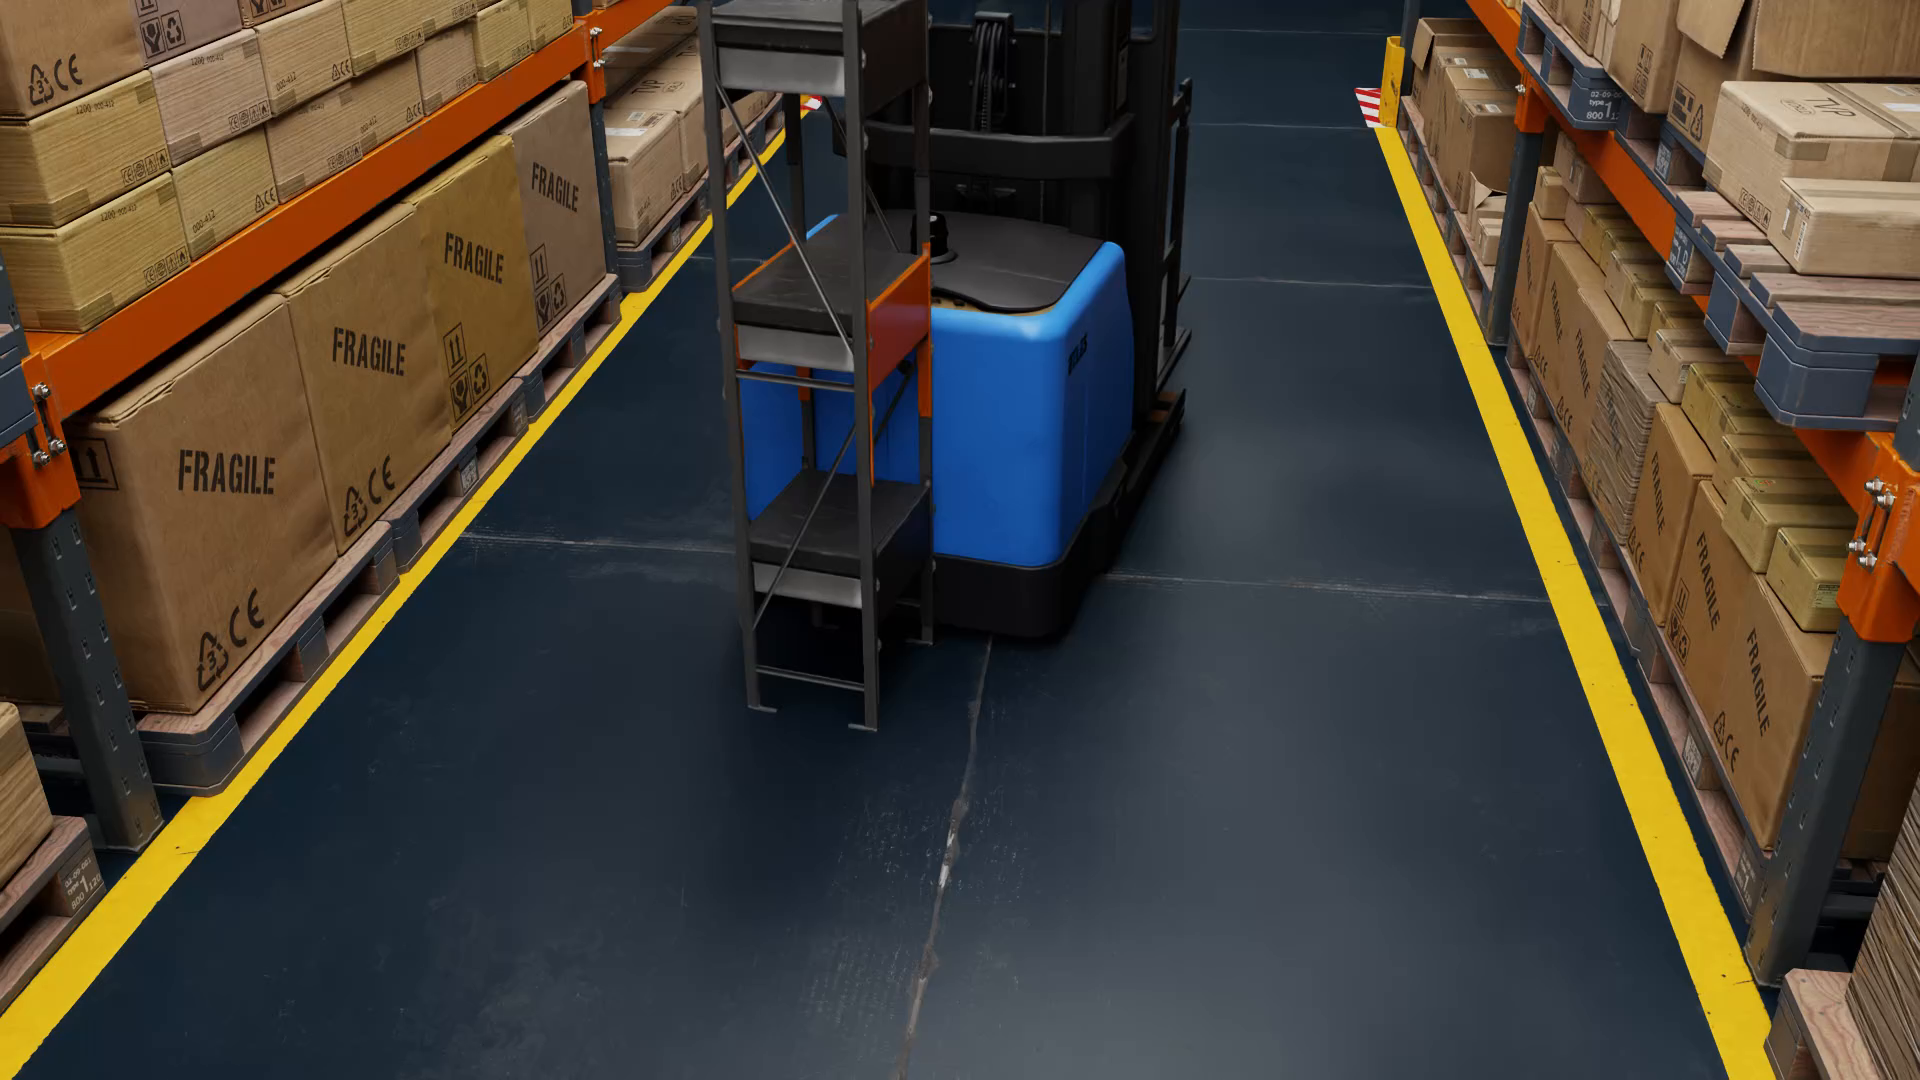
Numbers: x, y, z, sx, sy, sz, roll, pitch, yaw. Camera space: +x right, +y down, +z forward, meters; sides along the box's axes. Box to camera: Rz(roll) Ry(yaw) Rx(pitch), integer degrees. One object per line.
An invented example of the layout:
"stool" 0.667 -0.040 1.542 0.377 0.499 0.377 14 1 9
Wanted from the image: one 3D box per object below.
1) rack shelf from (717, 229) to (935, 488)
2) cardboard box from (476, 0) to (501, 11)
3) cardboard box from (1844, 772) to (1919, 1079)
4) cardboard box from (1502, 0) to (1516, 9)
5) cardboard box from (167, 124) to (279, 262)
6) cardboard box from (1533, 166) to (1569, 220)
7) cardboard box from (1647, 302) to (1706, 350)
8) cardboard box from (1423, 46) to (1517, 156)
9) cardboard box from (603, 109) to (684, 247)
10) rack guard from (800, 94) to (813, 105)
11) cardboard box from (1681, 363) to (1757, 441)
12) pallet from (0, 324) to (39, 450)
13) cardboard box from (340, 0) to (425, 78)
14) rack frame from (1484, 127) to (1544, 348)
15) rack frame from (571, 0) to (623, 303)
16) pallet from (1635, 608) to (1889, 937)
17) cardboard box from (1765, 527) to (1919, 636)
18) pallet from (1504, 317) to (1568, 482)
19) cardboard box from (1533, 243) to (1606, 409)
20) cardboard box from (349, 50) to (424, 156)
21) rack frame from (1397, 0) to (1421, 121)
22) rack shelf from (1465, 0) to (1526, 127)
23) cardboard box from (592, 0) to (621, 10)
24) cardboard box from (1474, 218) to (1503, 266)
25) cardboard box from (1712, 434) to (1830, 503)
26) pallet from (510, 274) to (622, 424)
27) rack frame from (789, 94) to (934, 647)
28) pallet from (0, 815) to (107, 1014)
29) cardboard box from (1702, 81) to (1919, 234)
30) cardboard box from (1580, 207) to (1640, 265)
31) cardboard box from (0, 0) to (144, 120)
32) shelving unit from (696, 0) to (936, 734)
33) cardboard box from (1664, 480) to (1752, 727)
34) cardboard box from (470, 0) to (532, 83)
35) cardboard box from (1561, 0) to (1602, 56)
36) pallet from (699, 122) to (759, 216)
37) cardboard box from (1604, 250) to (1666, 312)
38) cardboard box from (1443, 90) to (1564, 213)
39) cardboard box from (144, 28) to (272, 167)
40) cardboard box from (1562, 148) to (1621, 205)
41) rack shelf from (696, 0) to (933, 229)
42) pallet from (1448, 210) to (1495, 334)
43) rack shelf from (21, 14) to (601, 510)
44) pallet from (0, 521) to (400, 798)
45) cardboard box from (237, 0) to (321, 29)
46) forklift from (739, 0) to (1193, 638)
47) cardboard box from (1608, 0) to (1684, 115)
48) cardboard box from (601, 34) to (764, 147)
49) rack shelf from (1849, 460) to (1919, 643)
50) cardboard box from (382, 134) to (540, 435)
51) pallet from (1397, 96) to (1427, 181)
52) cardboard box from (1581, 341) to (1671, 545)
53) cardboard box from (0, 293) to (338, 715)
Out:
"rack shelf" -0.349 -0.503 4.498 0.431 0.518 0.480 9 30 16
"cardboard box" -1.963 -2.152 6.213 0.500 0.250 0.500 4 29 7
"cardboard box" 2.250 0.868 3.038 0.875 0.625 0.625 4 29 8
"cardboard box" 2.636 -2.470 7.438 0.380 0.149 0.250 4 29 8
"cardboard box" -2.232 -0.965 4.536 0.500 0.250 0.500 3 28 5
"cardboard box" 2.522 -1.385 6.667 0.380 0.149 0.250 5 29 9
"cardboard box" 2.420 -0.638 5.281 0.380 0.149 0.250 3 29 6
"cardboard box" 3.008 -2.453 9.334 0.700 0.500 0.500 4 29 8
"cardboard box" -1.913 -1.801 8.190 0.875 0.438 0.875 3 28 5
"rack guard" -1.604 -3.249 11.254 1.175 0.500 0.348 3 28 6
"cardboard box" 2.335 -0.394 4.827 0.380 0.149 0.250 3 28 5
"pallet" -2.569 -0.146 3.061 1.213 0.211 1.003 3 28 6
"cardboard box" -2.067 -1.666 5.310 0.500 0.250 0.500 4 29 7
"rack frame" 2.830 -2.169 6.613 1.000 3.000 0.127 3 28 6
"rack frame" -2.097 -2.455 7.145 1.000 3.000 0.127 3 28 6
"pallet" 2.469 0.593 4.427 1.003 0.211 1.213 3 28 6
"cardboard box" 2.149 0.097 3.916 0.380 0.149 0.250 2 28 4
"pallet" 2.768 -0.556 6.559 1.003 0.211 1.213 3 28 6
"cardboard box" 2.492 -0.787 6.241 0.500 0.500 0.500 3 28 6
"cardboard box" -2.105 -1.444 5.426 0.500 0.250 0.500 3 28 6
"rack frame" 3.320 -4.051 10.108 1.000 3.000 0.127 3 28 6
"rack shelf" 3.075 -2.793 8.531 1.077 0.370 4.000 3 28 6
"cardboard box" -1.780 -2.705 7.503 0.500 0.500 0.500 4 29 8
"cardboard box" 2.607 -1.378 7.708 0.380 0.149 0.250 3 28 5
"cardboard box" 2.228 -0.155 4.383 0.380 0.149 0.250 2 28 5
"pallet" -2.117 -0.860 7.124 1.003 0.211 1.213 3 28 6
"rack frame" -0.274 -0.625 4.696 0.400 2.100 0.015 9 30 16
"pallet" -2.684 1.023 3.629 1.003 0.211 1.213 3 28 6
"cardboard box" 2.148 -0.920 4.010 0.500 0.250 0.500 2 28 4
"cardboard box" 2.545 -1.129 6.191 0.380 0.149 0.250 2 28 4
"cardboard box" -2.284 -1.275 3.794 0.500 0.500 0.500 2 28 5
"shelving unit" -0.349 -0.515 4.492 0.431 2.100 0.503 9 30 16
"cardboard box" 2.250 0.183 4.440 0.500 0.500 0.500 3 28 5
"cardboard box" -1.965 -1.924 6.316 0.500 0.250 0.500 3 28 5
"cardboard box" 2.485 -1.939 5.638 0.700 0.500 0.500 4 29 7
"pallet" -1.779 -2.157 9.531 1.003 0.211 1.213 3 28 6
"cardboard box" 2.457 -0.884 5.736 0.380 0.149 0.250 3 28 6
"cardboard box" 2.880 -1.965 8.427 0.700 0.500 0.500 2 28 4
"cardboard box" -2.215 -1.194 4.434 0.500 0.250 0.500 4 29 7
"cardboard box" 2.538 -1.391 6.365 0.380 0.149 0.250 2 28 4
"rack shelf" -0.349 -1.119 4.166 0.431 0.518 0.480 9 30 16
"pallet" 2.915 -1.264 7.874 1.003 0.211 1.213 3 28 6
"rack shelf" -2.342 -1.197 5.568 1.077 0.370 4.000 3 28 6
"pallet" -2.416 0.289 4.992 1.003 0.211 1.213 3 28 6
"cardboard box" -2.154 -1.751 4.678 0.500 0.500 0.500 4 29 8
"forklift" 0.252 -1.676 5.770 1.130 2.935 3.031 9 30 16
"cardboard box" 2.389 -1.570 4.953 0.700 0.500 0.500 3 28 6
"cardboard box" -1.692 -2.647 9.760 0.875 0.438 0.875 4 29 8
"rack shelf" 2.095 0.972 1.541 1.077 0.370 4.000 3 28 6
"cardboard box" -2.196 -0.983 6.209 0.875 0.875 0.875 4 29 8
"pallet" 3.214 -2.413 10.006 1.003 0.211 1.213 3 28 6
"cardboard box" 2.357 -0.309 5.353 0.500 0.500 0.500 2 28 4
"cardboard box" -2.420 -0.142 4.649 0.875 0.875 0.875 3 28 6
